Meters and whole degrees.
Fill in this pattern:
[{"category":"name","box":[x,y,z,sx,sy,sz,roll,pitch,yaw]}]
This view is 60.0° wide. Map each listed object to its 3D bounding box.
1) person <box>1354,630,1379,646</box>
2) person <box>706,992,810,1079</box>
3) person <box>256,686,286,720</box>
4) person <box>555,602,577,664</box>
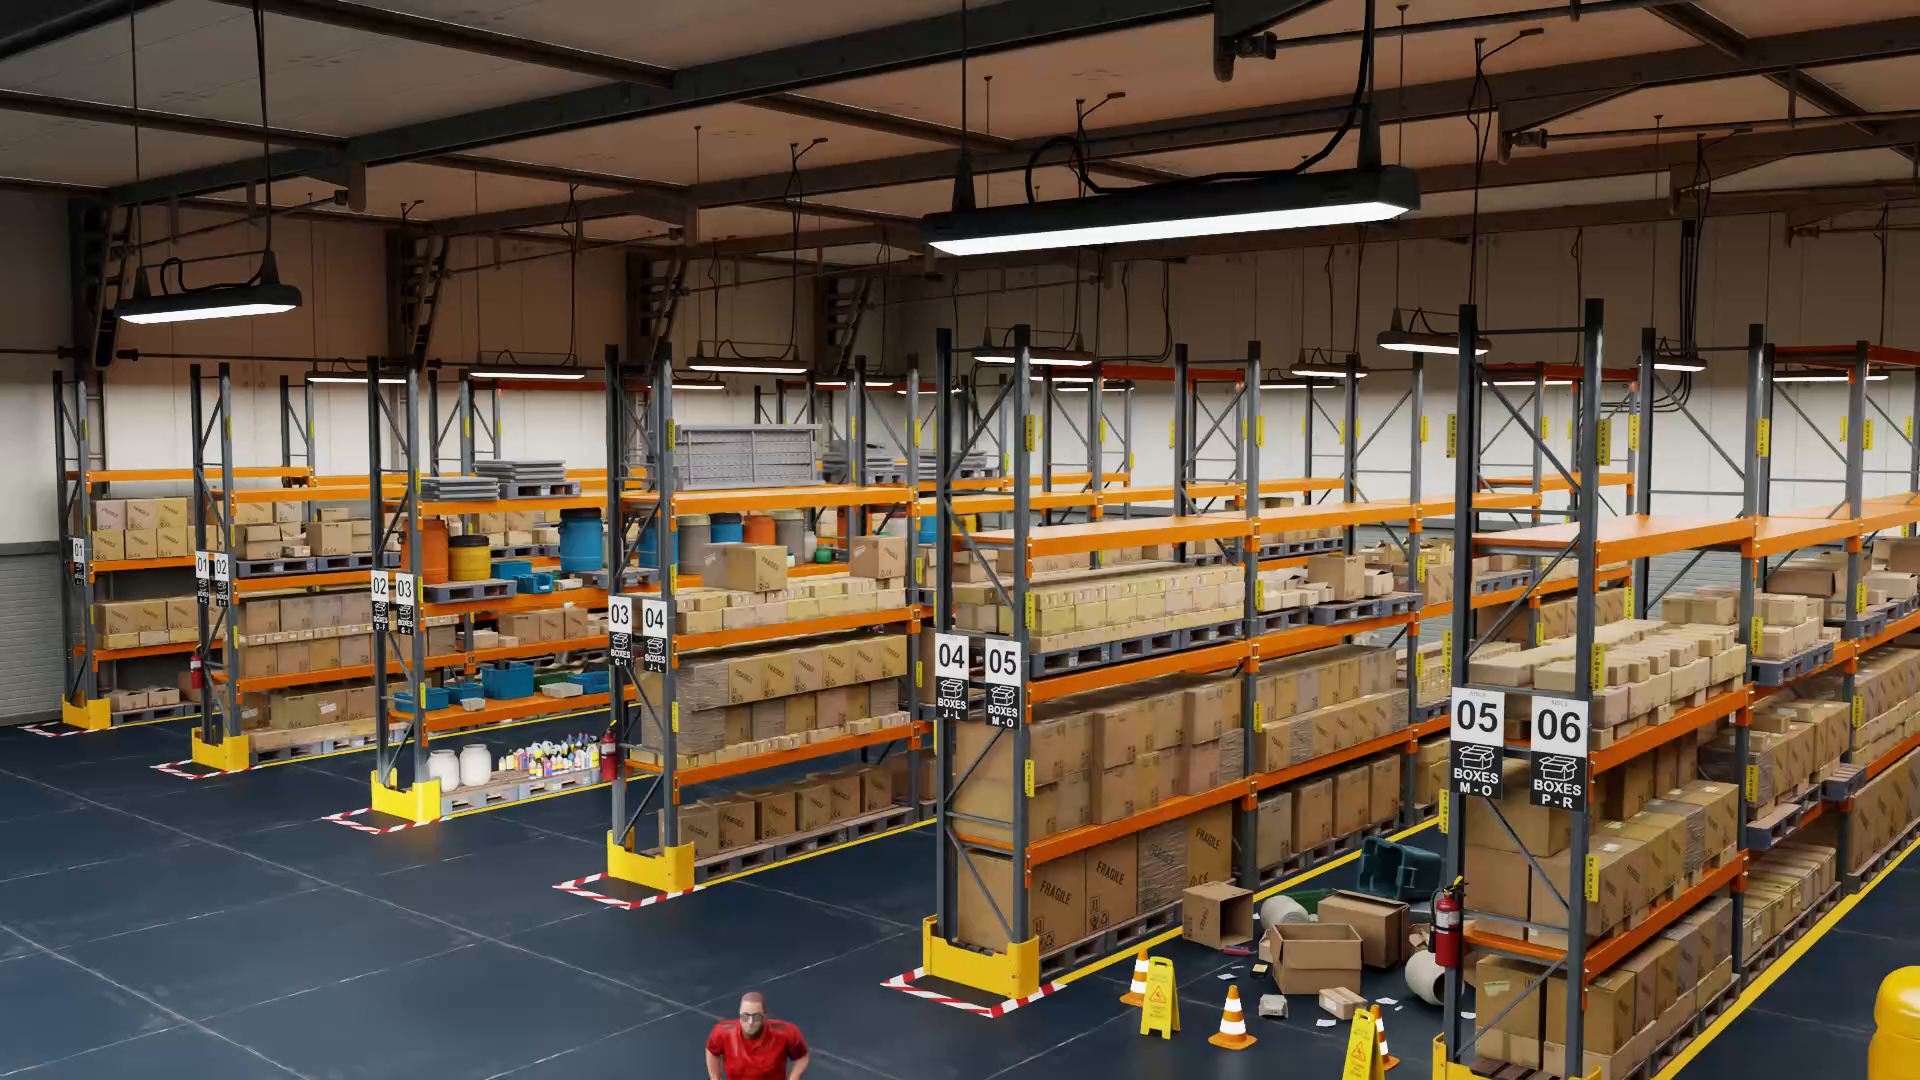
[{"category":"person","box":[7.606,2.047,31.612,0.620,1.703,0.761,-4,6,-43]},{"category":"person","box":[-1.279,3.602,10.567,0.661,1.678,0.823,0,4,-4]},{"category":"person","box":[-11.126,2.470,27.265,0.581,1.496,0.957,4,6,45]},{"category":"person","box":[-7.428,2.021,31.605,0.699,1.728,0.687,2,5,29]}]
